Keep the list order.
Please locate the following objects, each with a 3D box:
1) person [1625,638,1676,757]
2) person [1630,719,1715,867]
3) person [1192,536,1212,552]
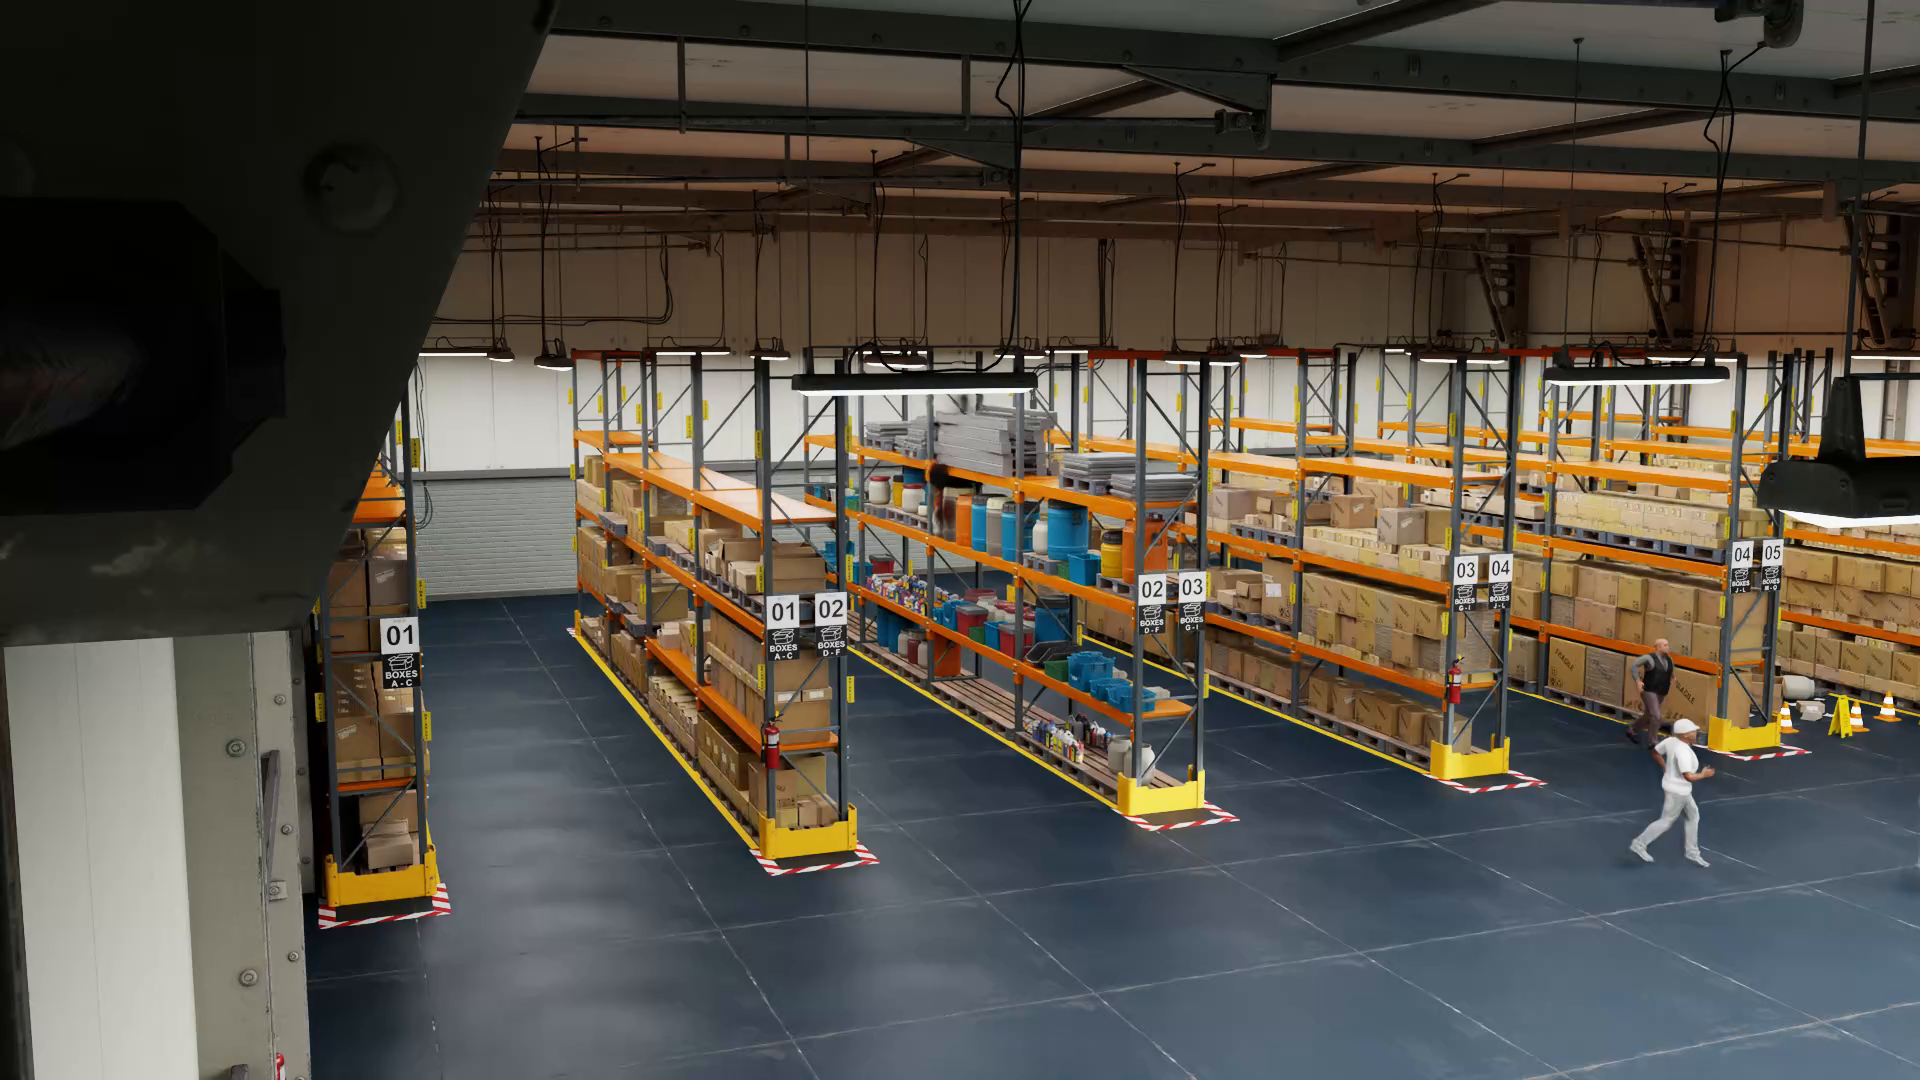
[{"bbox_3d":[10.558,2.397,25.292,0.668,1.653,0.868,-3,8,-26],"label":"person"},{"bbox_3d":[8.474,3.004,19.773,0.940,1.806,0.711,2,7,13],"label":"person"},{"bbox_3d":[6.062,0.284,41.419,0.939,1.780,0.754,-4,8,-28],"label":"person"}]
